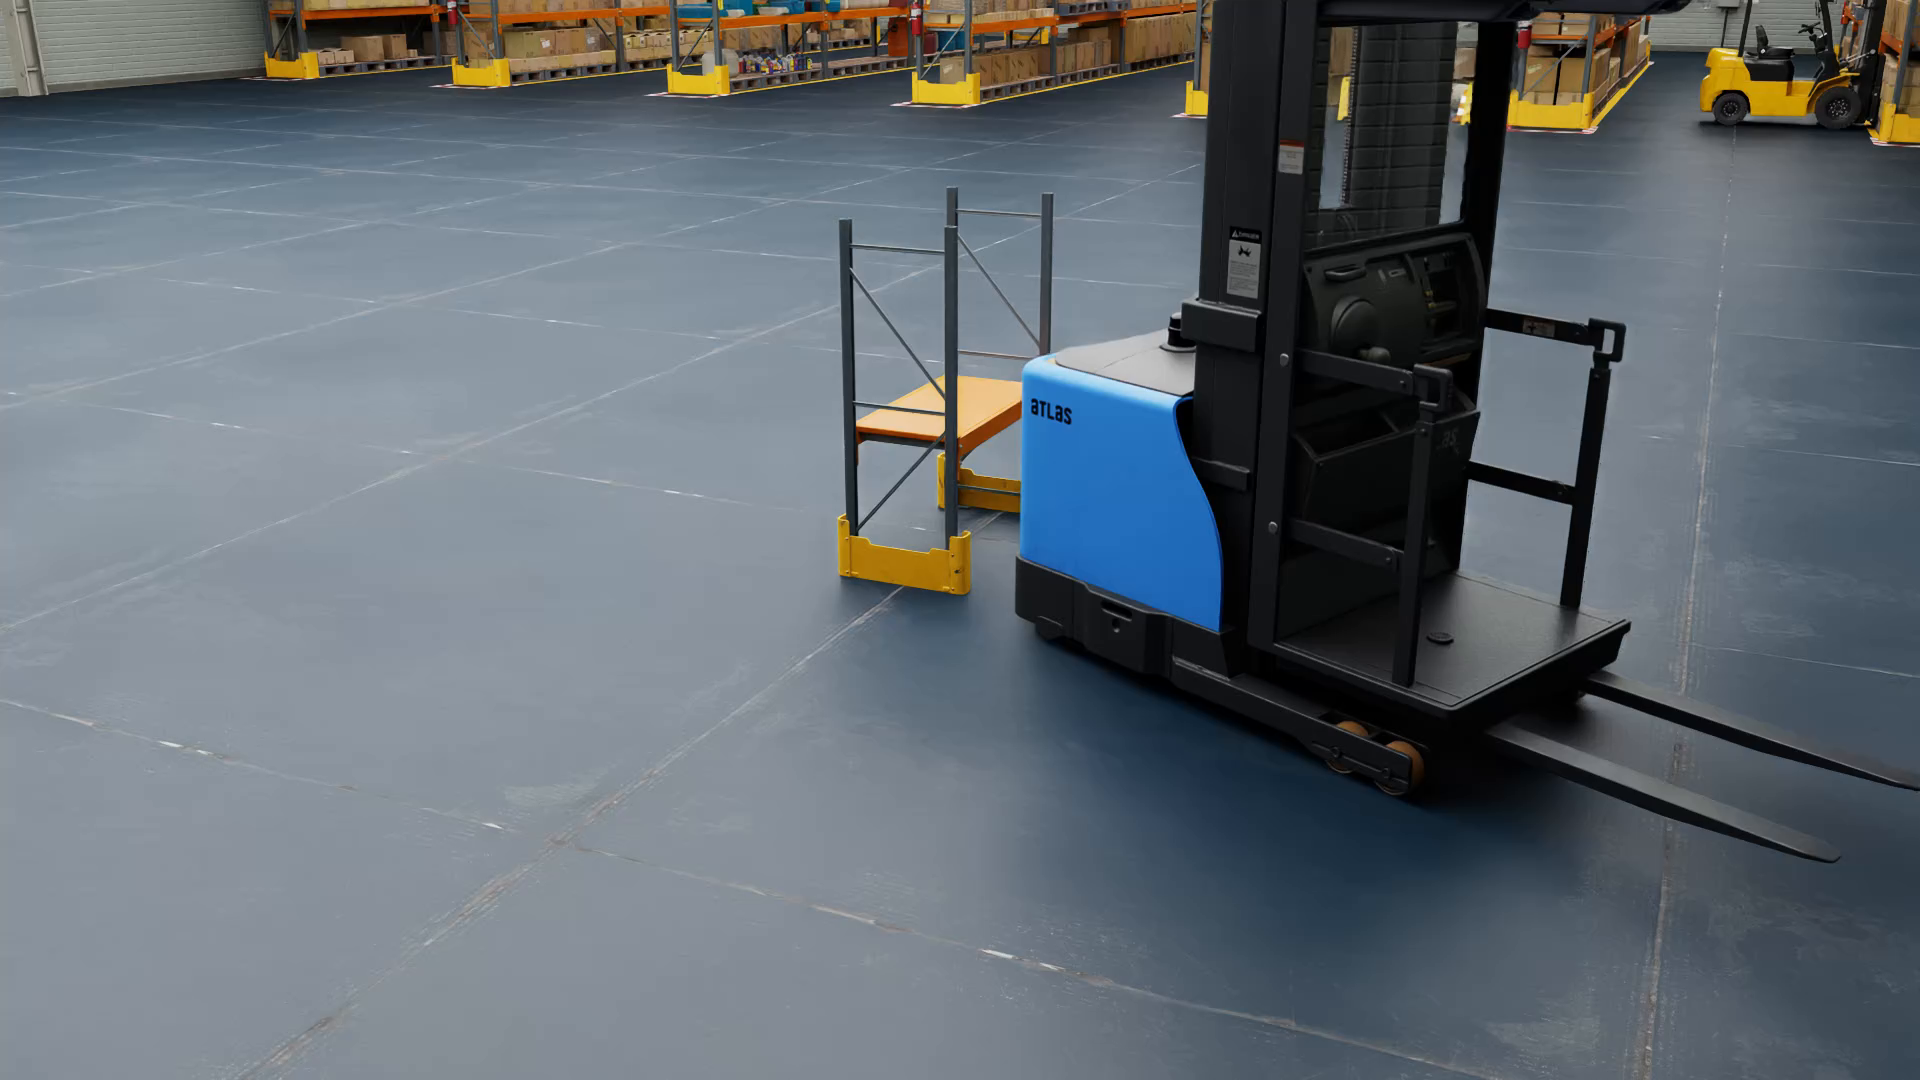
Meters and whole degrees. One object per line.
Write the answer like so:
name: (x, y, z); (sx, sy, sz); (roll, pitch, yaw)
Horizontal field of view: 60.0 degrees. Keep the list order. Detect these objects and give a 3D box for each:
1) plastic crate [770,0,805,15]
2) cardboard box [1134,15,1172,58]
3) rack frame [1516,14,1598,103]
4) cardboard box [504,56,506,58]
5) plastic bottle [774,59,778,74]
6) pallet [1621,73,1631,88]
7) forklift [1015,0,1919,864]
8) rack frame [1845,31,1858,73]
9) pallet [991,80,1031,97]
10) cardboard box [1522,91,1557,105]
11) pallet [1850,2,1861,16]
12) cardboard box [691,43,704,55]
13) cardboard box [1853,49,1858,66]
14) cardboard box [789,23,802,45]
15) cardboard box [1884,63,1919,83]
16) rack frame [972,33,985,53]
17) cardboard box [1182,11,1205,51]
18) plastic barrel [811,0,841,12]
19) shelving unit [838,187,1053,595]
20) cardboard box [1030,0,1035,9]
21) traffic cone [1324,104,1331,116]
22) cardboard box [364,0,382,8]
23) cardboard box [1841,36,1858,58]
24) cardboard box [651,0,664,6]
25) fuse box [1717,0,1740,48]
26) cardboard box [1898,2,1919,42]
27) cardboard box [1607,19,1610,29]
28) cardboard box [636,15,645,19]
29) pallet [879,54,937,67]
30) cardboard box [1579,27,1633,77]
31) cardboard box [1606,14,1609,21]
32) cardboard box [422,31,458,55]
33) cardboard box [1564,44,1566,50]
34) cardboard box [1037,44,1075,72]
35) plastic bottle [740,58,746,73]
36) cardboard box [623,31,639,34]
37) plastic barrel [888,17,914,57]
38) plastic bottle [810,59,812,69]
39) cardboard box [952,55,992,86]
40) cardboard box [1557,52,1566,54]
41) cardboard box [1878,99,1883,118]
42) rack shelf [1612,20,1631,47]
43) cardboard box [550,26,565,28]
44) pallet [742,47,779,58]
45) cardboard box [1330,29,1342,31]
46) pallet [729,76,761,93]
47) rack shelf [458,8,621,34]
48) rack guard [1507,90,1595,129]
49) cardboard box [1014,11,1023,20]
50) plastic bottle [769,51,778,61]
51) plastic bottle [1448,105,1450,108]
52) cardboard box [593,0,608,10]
plastic crate: (-3.360, -10.391, 32.433); (0.499, 0.251, 0.616); (9, 21, 23)
cardboard box: (4.031, -11.328, 37.390); (1.225, 0.875, 0.875); (8, 21, 21)
rack frame: (8.767, -7.575, 24.292); (1.000, 3.000, 0.127); (9, 21, 23)
cardboard box: (-9.166, -9.556, 33.340); (0.500, 0.250, 0.500); (9, 21, 23)
plastic bottle: (-3.584, -9.183, 32.229); (0.097, 0.271, 0.097); (0, 20, 0)
pallet: (12.435, -8.937, 32.284); (1.003, 0.211, 1.213); (9, 21, 23)
forklift: (1.563, -0.772, 5.266); (1.130, 2.935, 3.031); (-16, 25, -38)
rack frame: (18.211, -10.563, 32.695); (1.000, 3.000, 0.127); (9, 21, 23)
pallet: (0.623, -8.259, 30.377); (1.003, 0.211, 1.213); (9, 21, 23)
cardboard box: (8.863, -6.769, 25.501); (0.500, 0.250, 0.500); (8, 21, 22)
pallet: (17.784, -10.244, 32.082); (1.003, 0.211, 1.213); (9, 21, 23)
cardboard box: (-6.235, -11.291, 38.217); (0.500, 0.250, 0.500); (8, 21, 22)
cardboard box: (17.172, -8.993, 31.382); (0.500, 0.500, 0.500); (8, 21, 21)
cardboard box: (-4.336, -12.803, 42.066); (0.500, 0.500, 0.500); (8, 21, 22)
cardboard box: (13.405, -6.609, 23.560); (0.500, 0.250, 0.500); (9, 21, 24)
rack frame: (0.122, -13.283, 40.341); (1.000, 3.000, 0.127); (9, 21, 23)
cardboard box: (5.352, -12.266, 40.026); (0.875, 0.875, 0.875); (9, 21, 23)
plastic barrel: (-2.720, -11.150, 33.596); (0.600, 0.901, 0.708); (9, 21, 23)
shelving unit: (-0.031, -0.683, 7.152); (0.587, 1.500, 1.083); (9, 21, 23)
cardboard box: (0.887, -10.068, 30.708); (0.875, 0.500, 0.500); (9, 21, 23)
traffic cone: (5.723, -6.995, 26.448); (0.336, 0.463, 0.334); (9, 21, 23)
cardboard box: (-12.718, -11.488, 35.488); (0.500, 0.250, 0.500); (9, 21, 23)
cardboard box: (19.512, -10.634, 35.992); (0.797, 0.503, 0.637); (8, 21, 21)
cardboard box: (-6.922, -12.112, 36.899); (0.500, 0.500, 0.500); (9, 21, 23)
fuse box: (19.464, -13.253, 42.181); (0.539, 1.711, 0.414); (9, 21, 23)
cardboard box: (13.259, -7.129, 22.887); (0.500, 0.500, 0.500); (8, 21, 21)
cardboard box: (10.139, -8.228, 26.504); (0.380, 0.149, 0.250); (8, 21, 22)
cardboard box: (-8.757, -14.165, 44.959); (0.380, 0.149, 0.250); (8, 21, 22)
pallet: (-1.231, -10.993, 38.064); (1.003, 0.211, 1.213); (9, 21, 23)
cardboard box: (12.402, -9.417, 32.016); (0.875, 0.875, 0.875); (8, 21, 22)
cardboard box: (9.832, -8.340, 25.850); (0.500, 0.500, 0.500); (8, 21, 22)
cardboard box: (-11.906, -11.453, 38.271); (0.700, 0.500, 0.500); (9, 22, 25)
cardboard box: (9.603, -8.028, 26.956); (0.380, 0.149, 0.250); (9, 22, 25)
cardboard box: (1.848, -9.515, 32.821); (0.700, 0.500, 0.500); (8, 21, 22)
plastic bottle: (-4.215, -9.222, 32.321); (0.061, 0.283, 0.133); (9, 21, 23)
cardboard box: (-7.354, -11.160, 37.012); (0.500, 0.311, 0.500); (8, 21, 23)
plastic barrel: (-1.332, -11.387, 37.623); (0.600, 0.830, 0.708); (9, 21, 23)
plastic bottle: (-3.019, -9.572, 33.428); (0.097, 0.201, 0.097); (0, 20, 0)
cardboard box: (0.211, -8.331, 29.521); (0.500, 0.500, 0.500); (15, 25, 37)
cardboard box: (9.281, -7.425, 26.227); (0.500, 0.500, 0.500); (8, 21, 21)
cardboard box: (13.414, -6.135, 23.720); (0.500, 0.250, 0.500); (9, 21, 23)
rack shelf: (11.224, -9.070, 29.570); (1.077, 0.370, 4.000); (9, 21, 23)
cardboard box: (-8.345, -10.521, 34.933); (0.500, 0.500, 0.500); (9, 21, 23)
pallet: (-5.193, -12.021, 40.957); (1.003, 0.211, 1.213); (9, 21, 23)
cardboard box: (7.527, -10.287, 33.903); (0.500, 0.250, 0.500); (8, 21, 21)
pallet: (-4.467, -8.578, 31.273); (1.003, 0.211, 1.213); (9, 21, 23)
rack shelf: (-8.491, -10.567, 33.780); (1.077, 0.370, 4.000); (9, 21, 23)
rack guard: (8.798, -6.420, 24.776); (1.175, 0.500, 0.348); (9, 21, 23)
cardboard box: (0.917, -9.476, 30.014); (0.380, 0.149, 0.250); (9, 21, 23)
plastic bottle: (-3.732, -9.587, 33.245); (0.144, 0.351, 0.185); (9, 21, 23)
plastic bottle: (8.166, -7.276, 27.837); (0.133, 0.061, 0.283); (13, 23, 32)
cardboard box: (-7.848, -11.428, 34.978); (0.700, 0.500, 0.500); (8, 21, 21)
